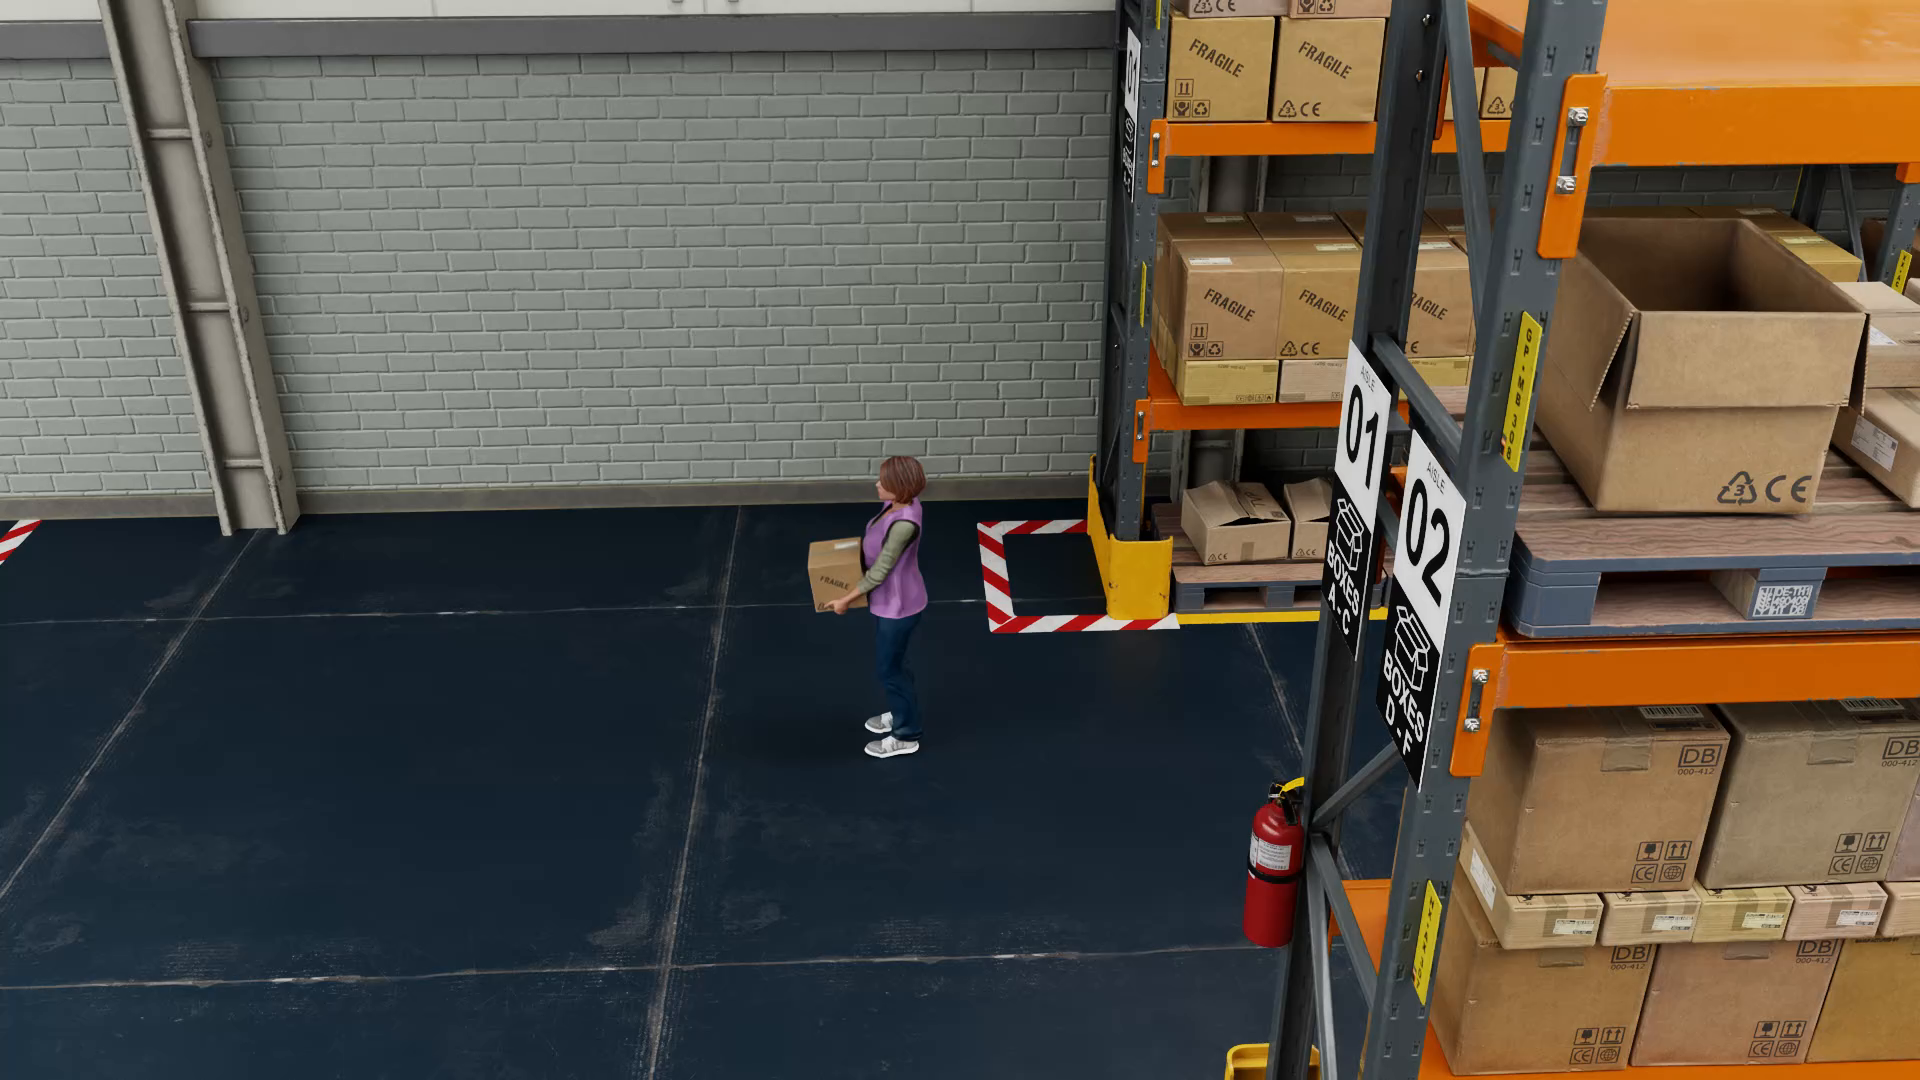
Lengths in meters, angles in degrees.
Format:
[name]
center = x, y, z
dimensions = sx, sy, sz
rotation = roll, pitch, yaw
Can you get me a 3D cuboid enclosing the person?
[person]
center = -0.403, 0.314, 8.045
dimensions = 0.494, 1.594, 0.404
rotation = -1, 28, -2
